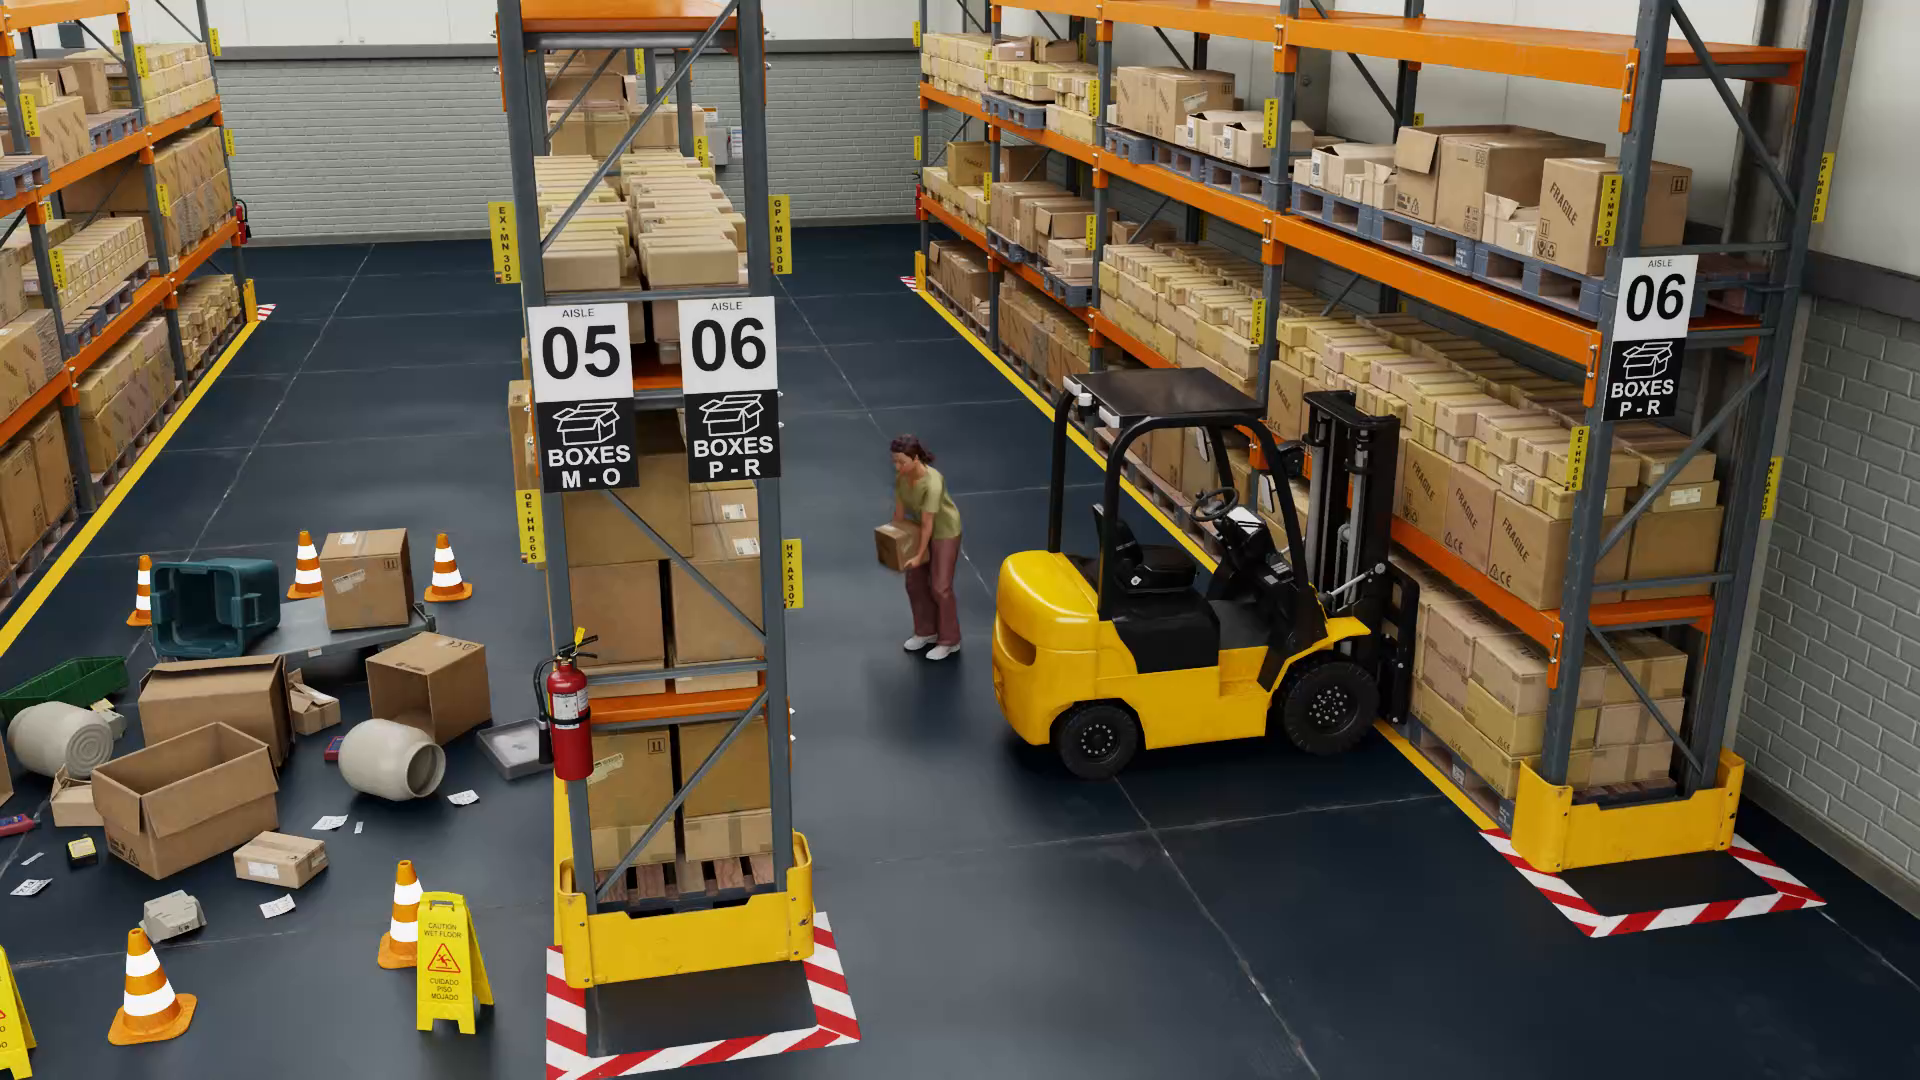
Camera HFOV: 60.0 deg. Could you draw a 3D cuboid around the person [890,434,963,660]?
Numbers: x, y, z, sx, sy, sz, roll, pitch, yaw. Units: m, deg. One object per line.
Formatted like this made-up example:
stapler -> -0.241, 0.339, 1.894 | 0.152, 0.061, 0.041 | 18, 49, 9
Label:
person -> -0.242, 0.030, 11.117 | 0.554, 1.595, 0.410 | -18, 26, -40
